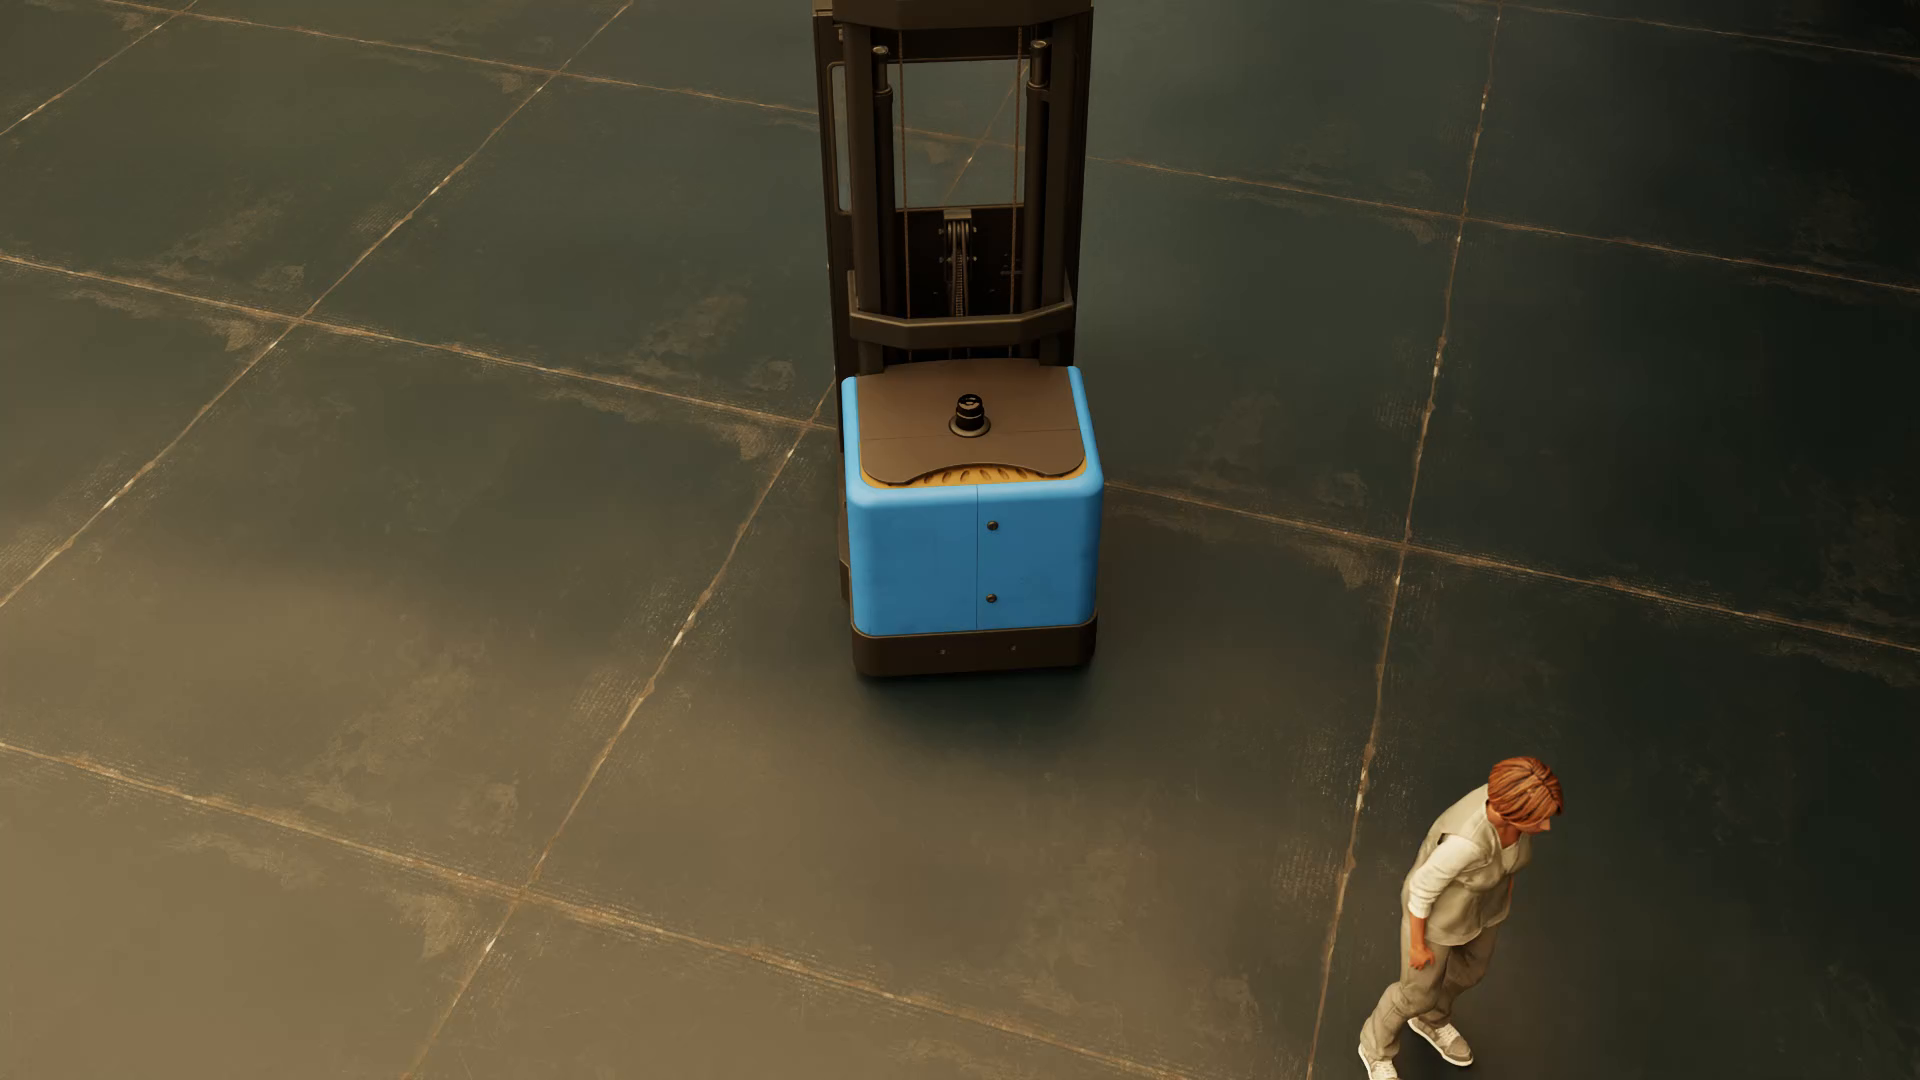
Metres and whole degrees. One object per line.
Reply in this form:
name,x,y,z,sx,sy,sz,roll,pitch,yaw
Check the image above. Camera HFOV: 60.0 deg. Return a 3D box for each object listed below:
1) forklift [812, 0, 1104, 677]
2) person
forklift,-0.048,-1.486,7.287,1.130,2.935,3.031,-3,43,-3
person,1.603,1.216,5.366,0.477,1.592,0.345,-24,48,-23
